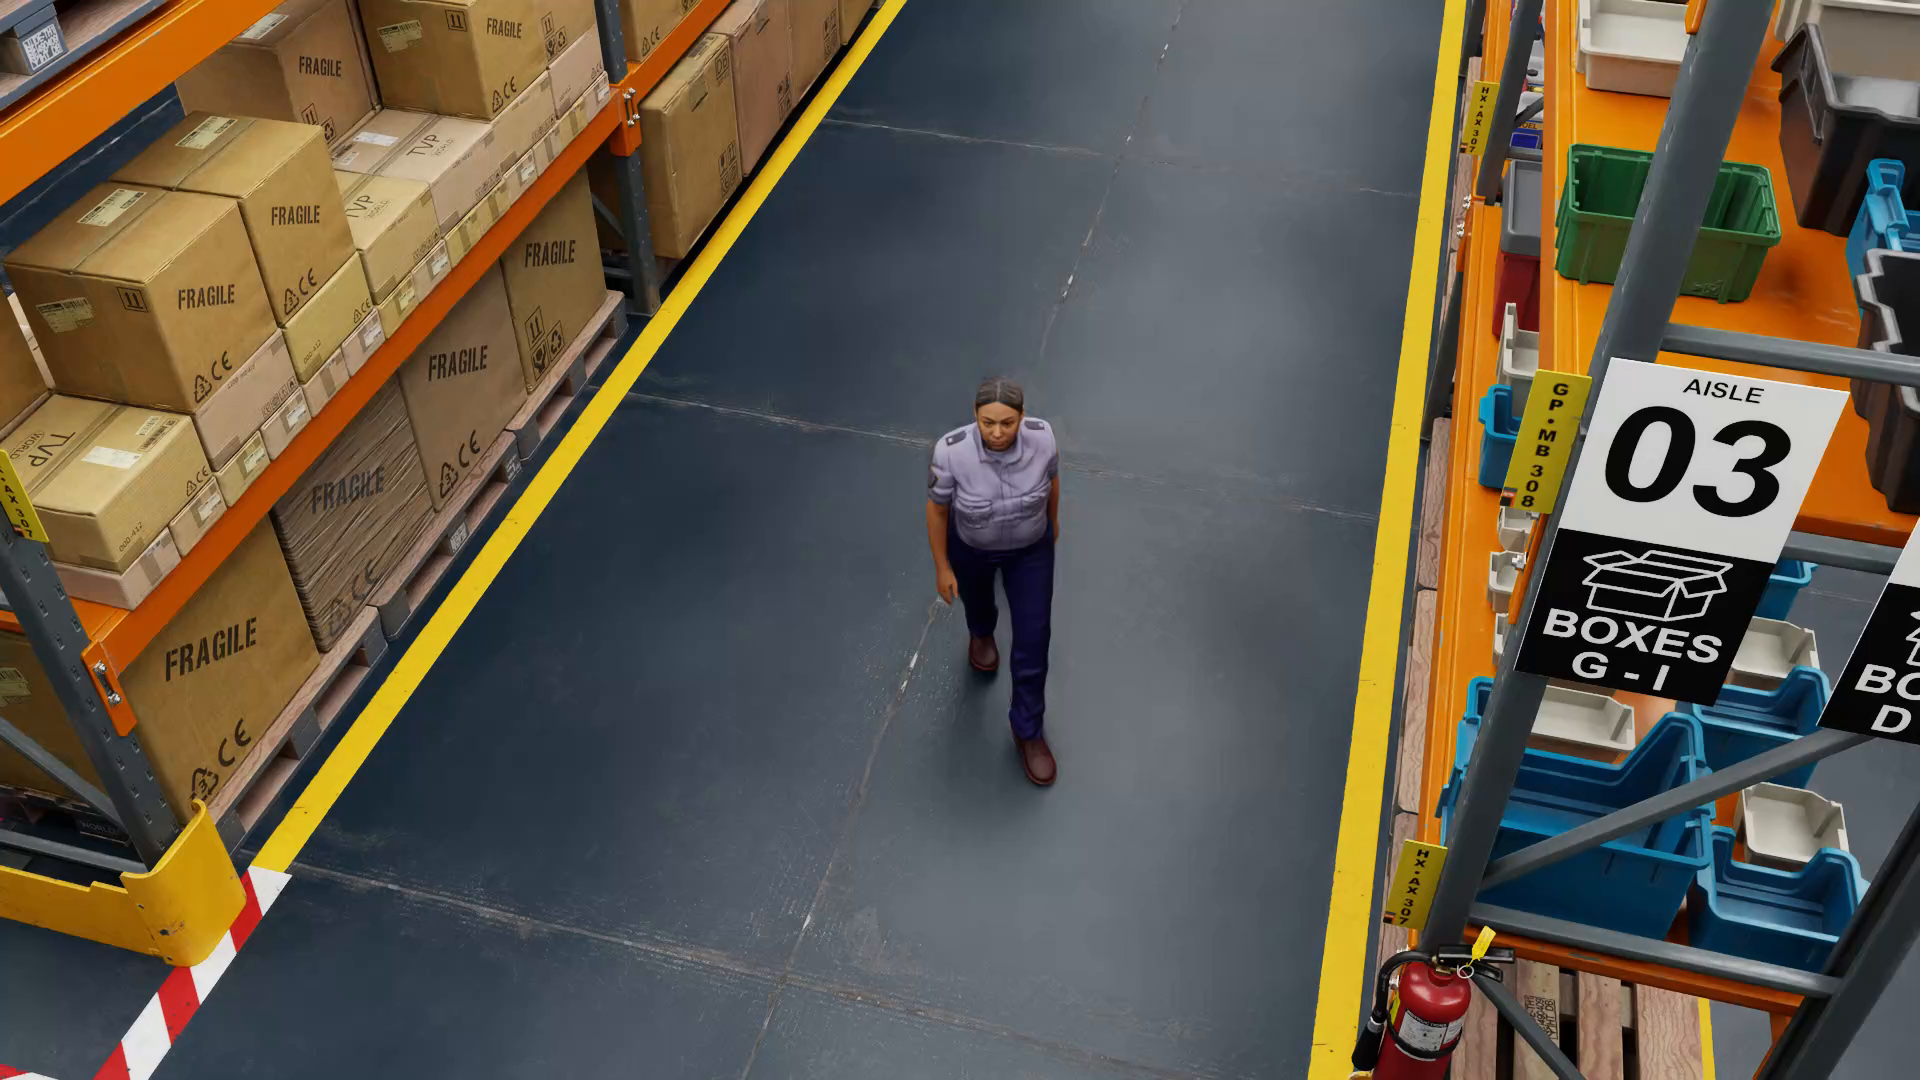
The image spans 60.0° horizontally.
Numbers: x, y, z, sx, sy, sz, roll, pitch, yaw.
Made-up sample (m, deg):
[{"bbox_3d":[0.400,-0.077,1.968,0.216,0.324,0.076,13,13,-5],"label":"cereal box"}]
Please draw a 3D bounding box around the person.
[{"bbox_3d":[0.129,0.048,6.111,0.506,1.603,0.892,-1,41,-2],"label":"person"}]
